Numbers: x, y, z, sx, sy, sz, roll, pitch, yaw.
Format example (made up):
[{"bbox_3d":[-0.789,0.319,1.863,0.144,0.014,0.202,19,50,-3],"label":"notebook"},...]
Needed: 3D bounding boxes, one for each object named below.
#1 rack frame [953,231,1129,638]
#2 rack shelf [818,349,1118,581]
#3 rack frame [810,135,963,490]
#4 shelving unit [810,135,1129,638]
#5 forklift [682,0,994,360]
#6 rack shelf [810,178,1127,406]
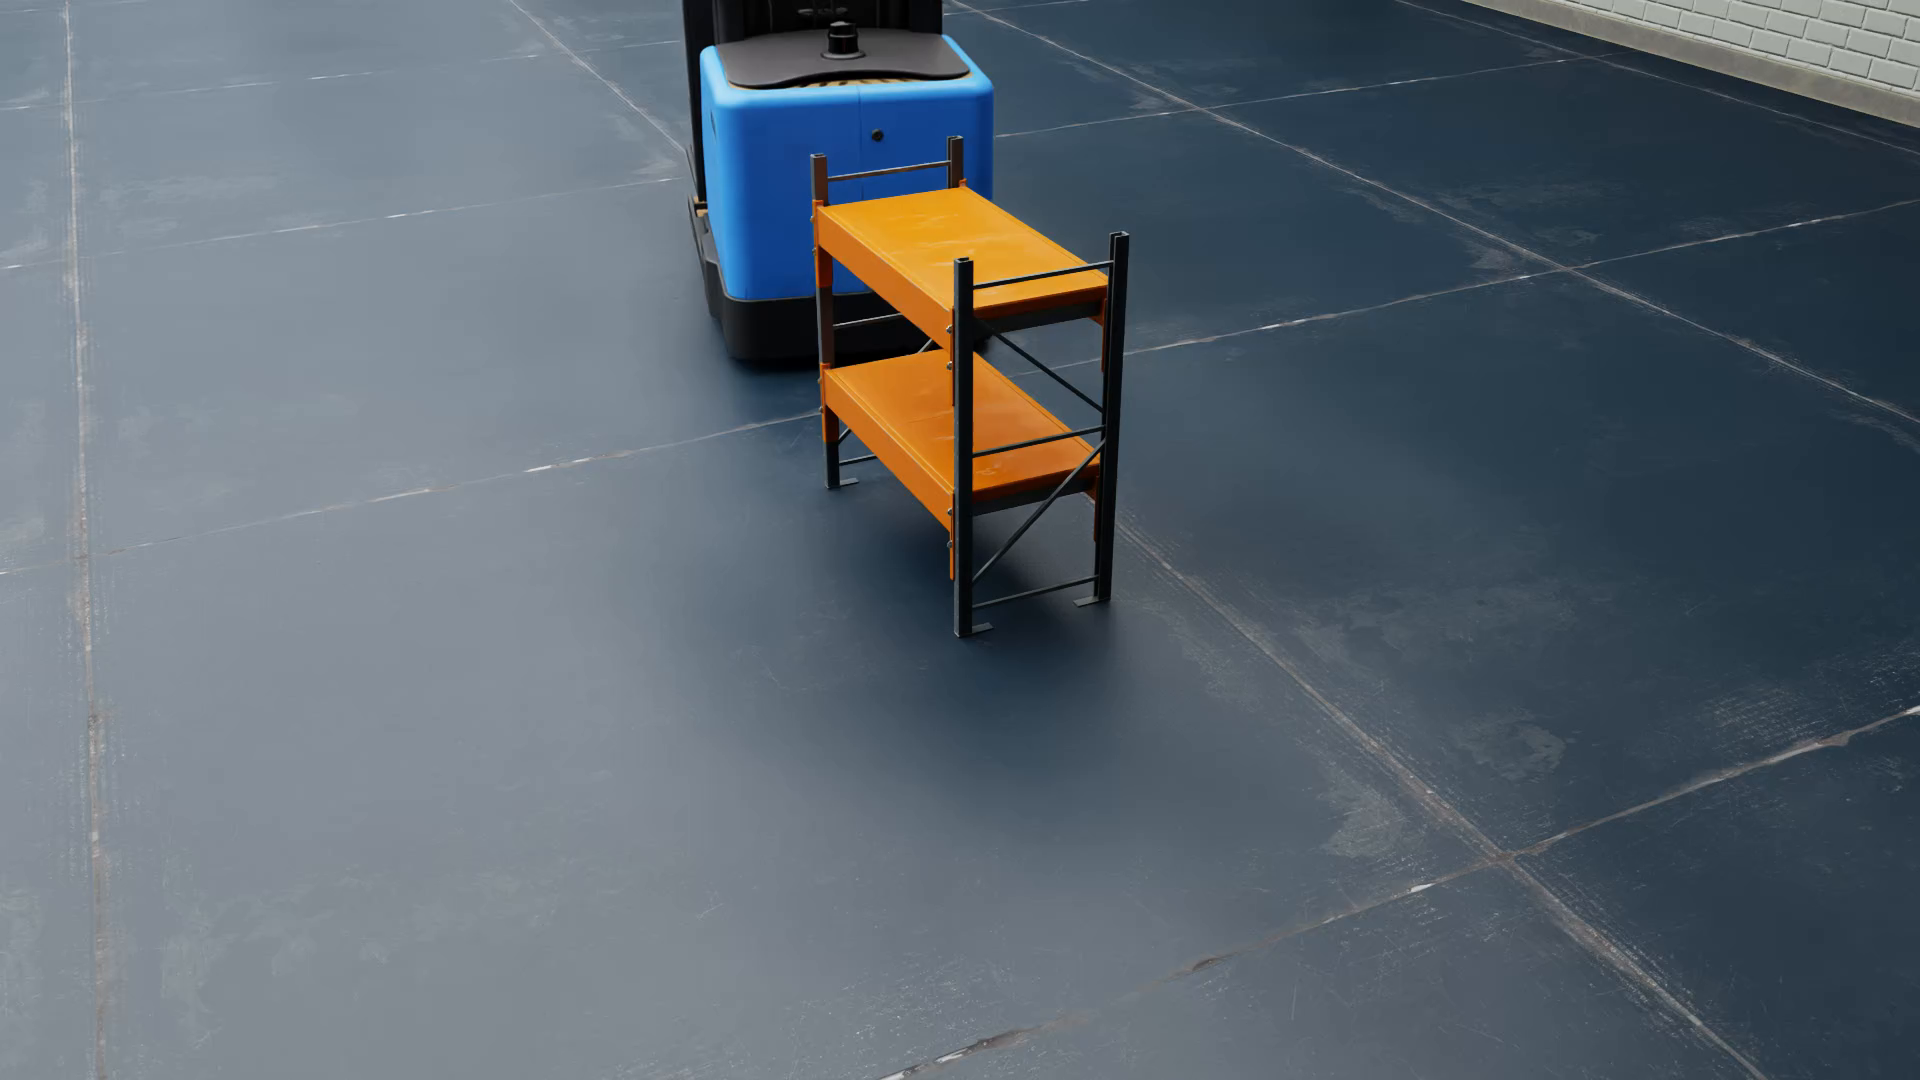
[{"bbox_3d":[0.215,-0.269,4.580,0.500,1.125,0.032,-13,32,-22],"label":"rack frame"},{"bbox_3d":[-0.003,-0.280,5.100,0.538,0.278,1.000,-13,32,-22],"label":"rack shelf"},{"bbox_3d":[-0.221,-0.718,5.381,0.500,1.125,0.032,-13,32,-22],"label":"rack frame"},{"bbox_3d":[-0.003,-0.494,4.980,0.538,1.125,1.048,-13,32,-22],"label":"shelving unit"},{"bbox_3d":[-0.667,-2.666,7.007,1.130,2.935,3.031,-6,30,-10],"label":"forklift"},{"bbox_3d":[-0.003,-0.749,4.837,0.538,0.278,1.000,-13,32,-22],"label":"rack shelf"}]
